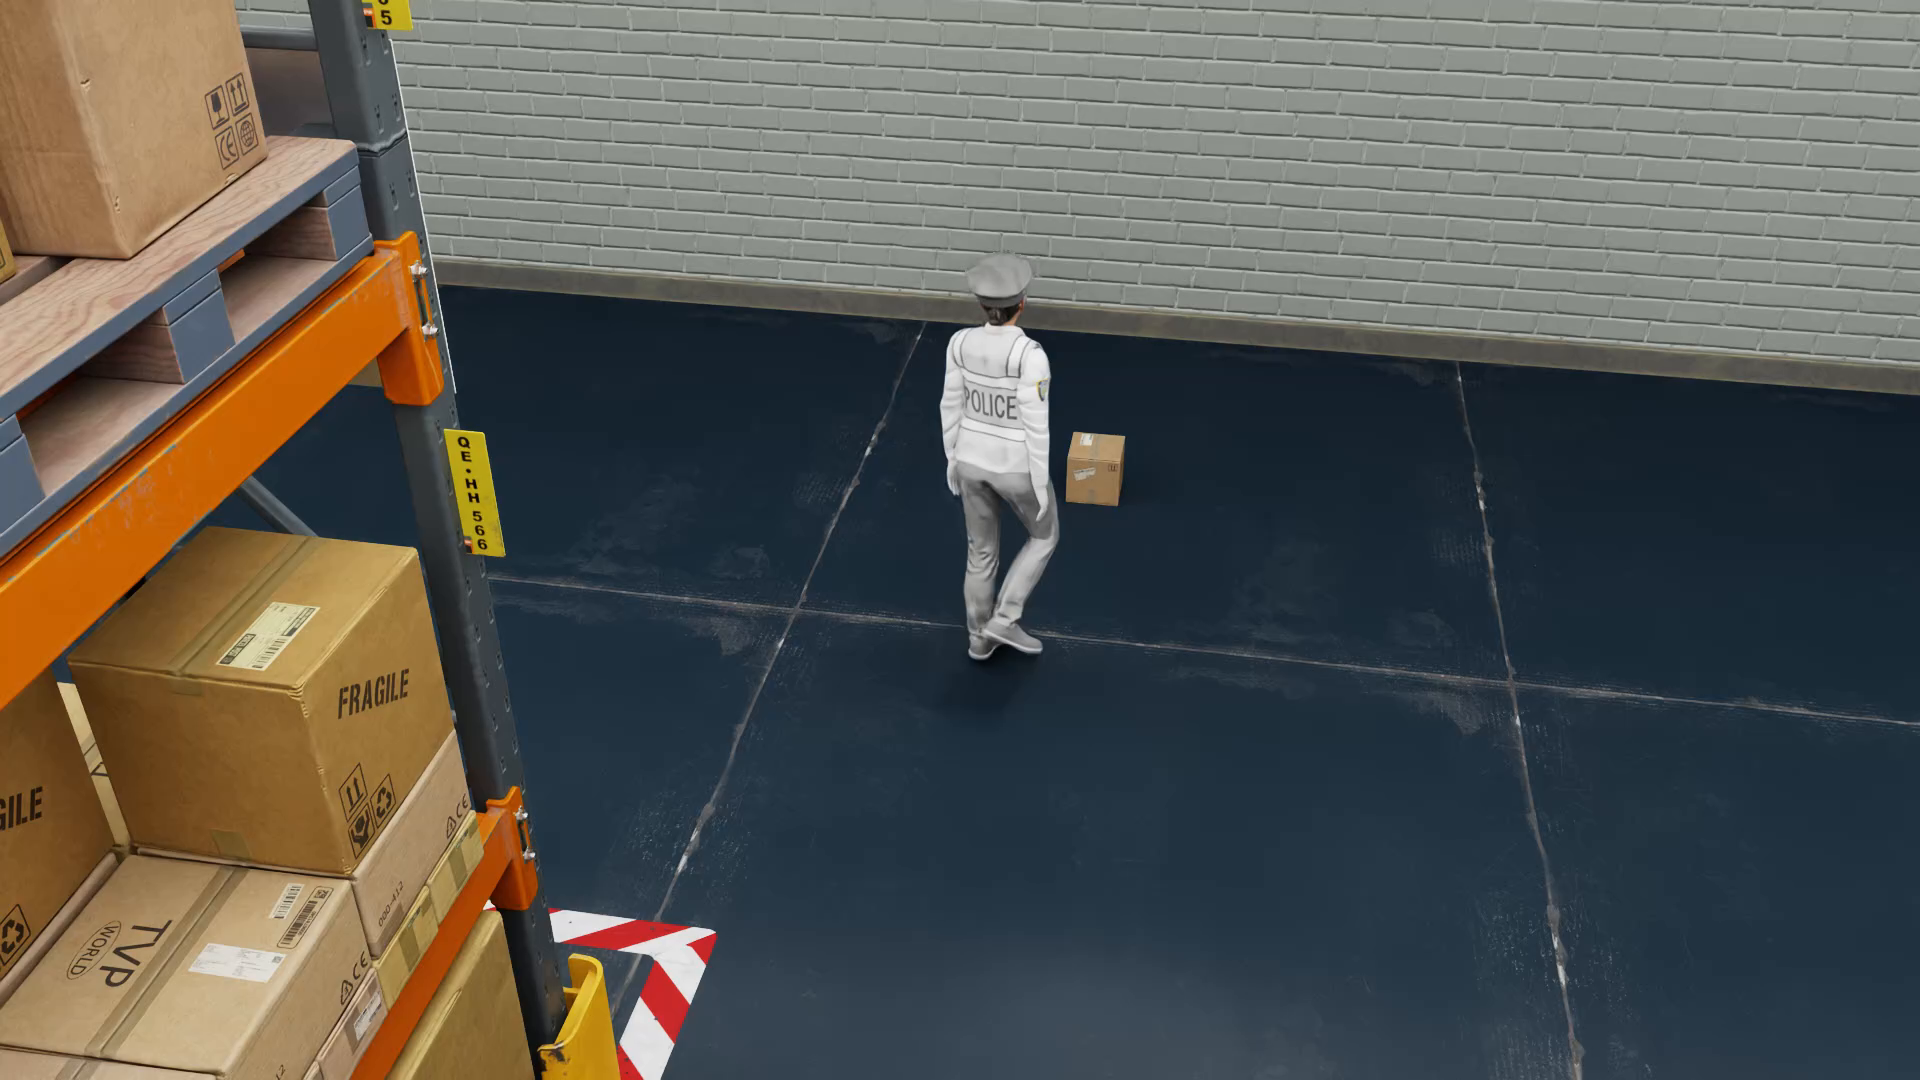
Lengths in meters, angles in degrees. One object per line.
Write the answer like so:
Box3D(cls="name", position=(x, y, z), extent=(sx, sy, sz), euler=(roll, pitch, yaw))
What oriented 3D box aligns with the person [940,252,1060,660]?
Box3D(cls="person", position=(0.138, -0.272, 6.532), extent=(0.522, 1.670, 0.466), euler=(17, 36, 25))
